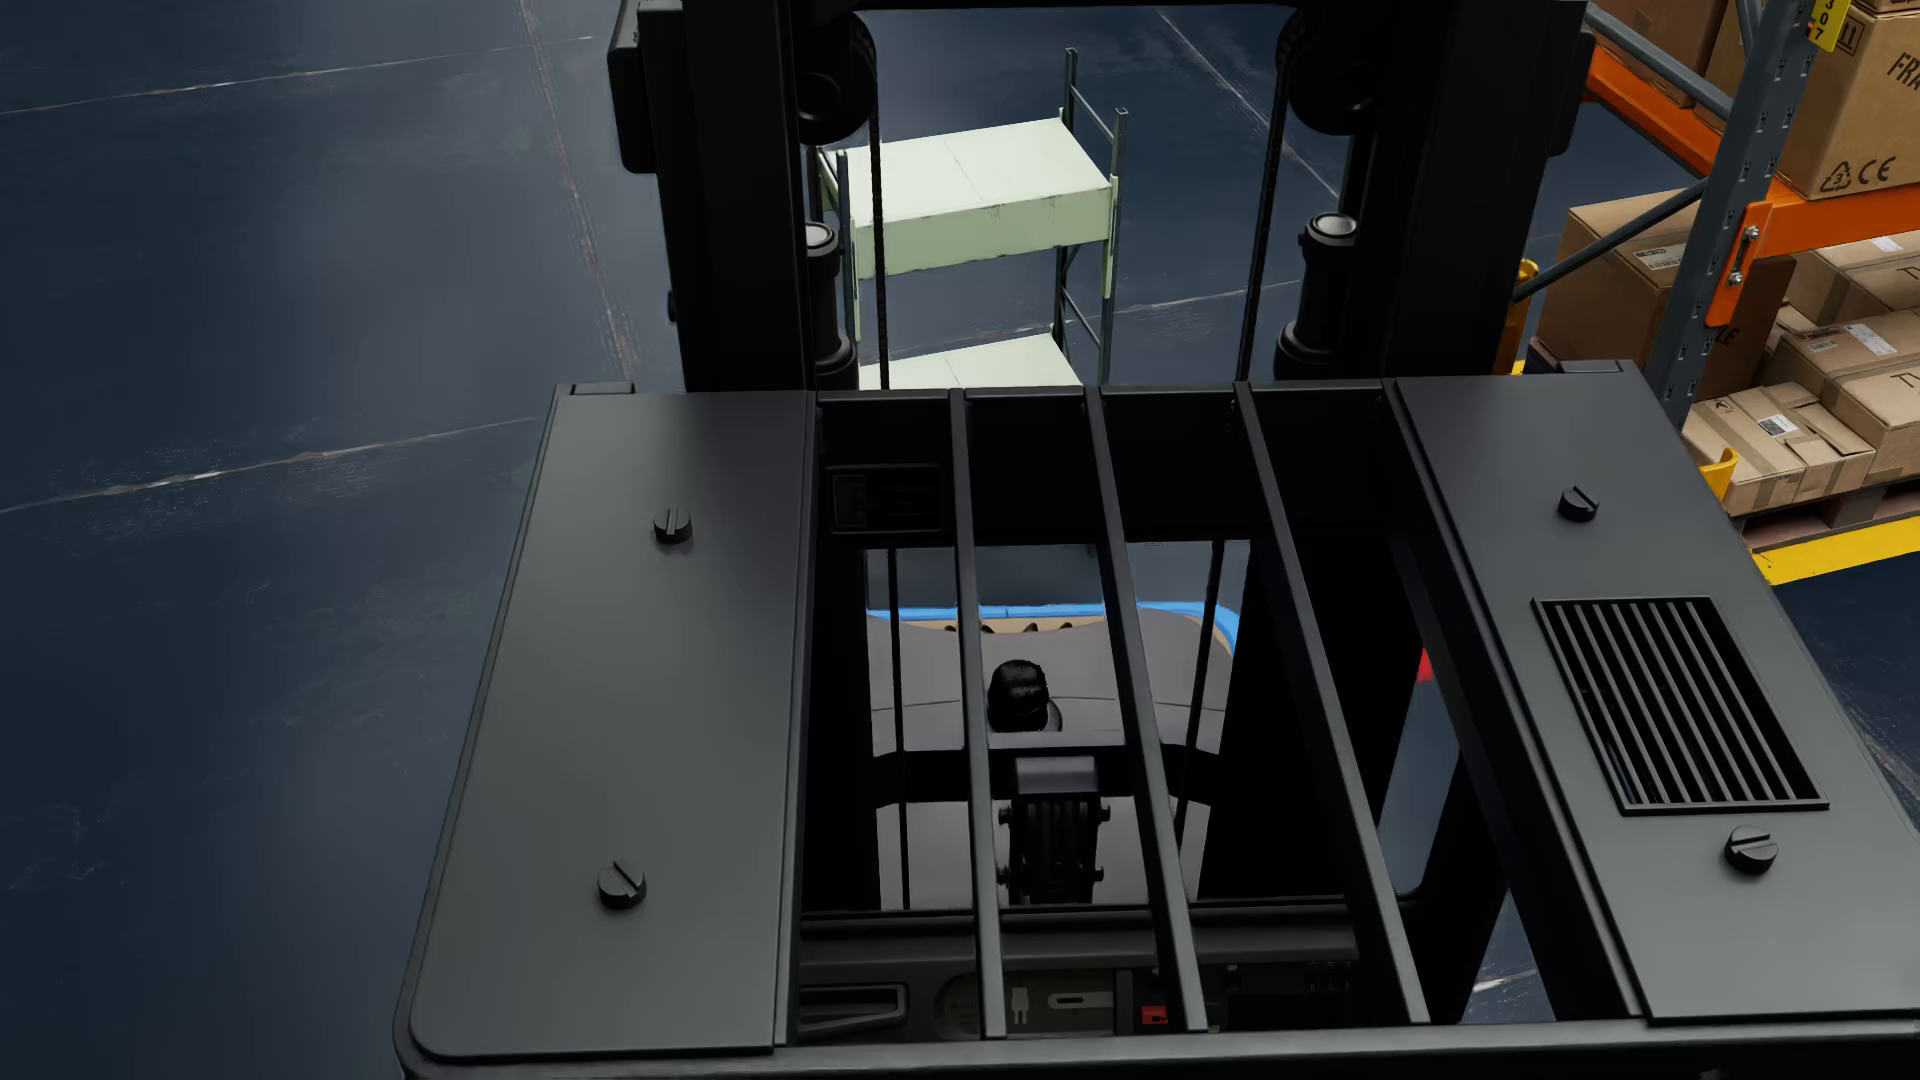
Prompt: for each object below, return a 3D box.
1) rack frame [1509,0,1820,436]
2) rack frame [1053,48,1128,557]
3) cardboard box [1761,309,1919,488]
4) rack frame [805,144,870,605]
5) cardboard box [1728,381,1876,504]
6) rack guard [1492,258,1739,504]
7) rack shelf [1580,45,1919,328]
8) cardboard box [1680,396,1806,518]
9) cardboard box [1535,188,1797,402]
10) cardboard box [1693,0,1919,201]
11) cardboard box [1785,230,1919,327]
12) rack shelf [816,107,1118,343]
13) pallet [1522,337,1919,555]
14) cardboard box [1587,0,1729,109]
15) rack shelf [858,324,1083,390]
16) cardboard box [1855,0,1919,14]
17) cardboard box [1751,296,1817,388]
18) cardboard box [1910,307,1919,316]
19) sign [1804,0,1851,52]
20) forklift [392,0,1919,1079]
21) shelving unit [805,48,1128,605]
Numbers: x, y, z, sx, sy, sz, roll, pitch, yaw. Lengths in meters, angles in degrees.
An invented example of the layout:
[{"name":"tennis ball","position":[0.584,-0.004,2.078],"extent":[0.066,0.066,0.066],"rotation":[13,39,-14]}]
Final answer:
[{"name":"rack frame","position":[1.840,-1.297,4.454],"extent":[0.127,3.000,1.000],"rotation":[-12,42,-13]},{"name":"rack frame","position":[0.355,-0.638,4.841],"extent":[0.023,1.500,0.400],"rotation":[-12,42,-13]},{"name":"cardboard box","position":[2.920,-0.455,5.247],"extent":[0.500,0.250,0.500],"rotation":[-12,42,-13]},{"name":"rack frame","position":[-0.343,-0.494,4.675],"extent":[0.023,1.500,0.400],"rotation":[-12,42,-13]},{"name":"cardboard box","position":[2.581,-0.312,5.146],"extent":[0.250,0.166,0.380],"rotation":[-12,42,-13]},{"name":"rack guard","position":[1.912,-0.370,5.294],"extent":[0.348,0.500,1.175],"rotation":[-12,42,-13]},{"name":"rack shelf","position":[3.747,-1.421,5.143],"extent":[4.000,0.370,1.077],"rotation":[-12,42,-13]},{"name":"cardboard box","position":[2.342,-0.256,5.095],"extent":[0.250,0.149,0.380],"rotation":[-12,42,-13]},{"name":"cardboard box","position":[2.284,-0.783,5.432],"extent":[0.500,0.500,0.500],"rotation":[-12,42,-13]},{"name":"cardboard box","position":[2.342,-1.257,4.332],"extent":[0.500,0.500,0.500],"rotation":[-11,42,-12]},{"name":"cardboard box","position":[3.199,-0.858,5.708],"extent":[0.500,0.250,0.500],"rotation":[-12,42,-13]},{"name":"rack shelf","position":[0.006,-0.860,4.501],"extent":[0.720,0.370,0.431],"rotation":[-12,42,-13]},{"name":"pallet","position":[2.672,-0.420,5.570],"extent":[1.213,0.211,1.003],"rotation":[-12,42,-13]},{"name":"cardboard box","position":[2.185,-1.594,4.718],"extent":[0.500,0.500,0.500],"rotation":[-10,42,-12]},{"name":"rack shelf","position":[0.006,-0.321,4.973],"extent":[0.720,0.370,0.431],"rotation":[-12,42,-13]},{"name":"cardboard box","position":[2.342,-1.633,4.004],"extent":[0.500,0.500,0.500],"rotation":[-10,42,-12]},{"name":"cardboard box","position":[2.698,-0.681,5.569],"extent":[0.250,0.166,0.380],"rotation":[-12,42,-13]},{"name":"cardboard box","position":[3.397,-0.554,5.360],"extent":[0.500,0.250,0.500],"rotation":[-12,42,-13]},{"name":"sign","position":[2.003,-1.282,3.780],"extent":[0.005,0.325,0.100],"rotation":[-12,42,-13]},{"name":"forklift","position":[0.151,0.805,2.101],"extent":[1.130,2.935,3.031],"rotation":[-1,41,-2]},{"name":"shelving unit","position":[0.006,-0.566,4.758],"extent":[0.755,1.500,0.431],"rotation":[-12,42,-13]}]
